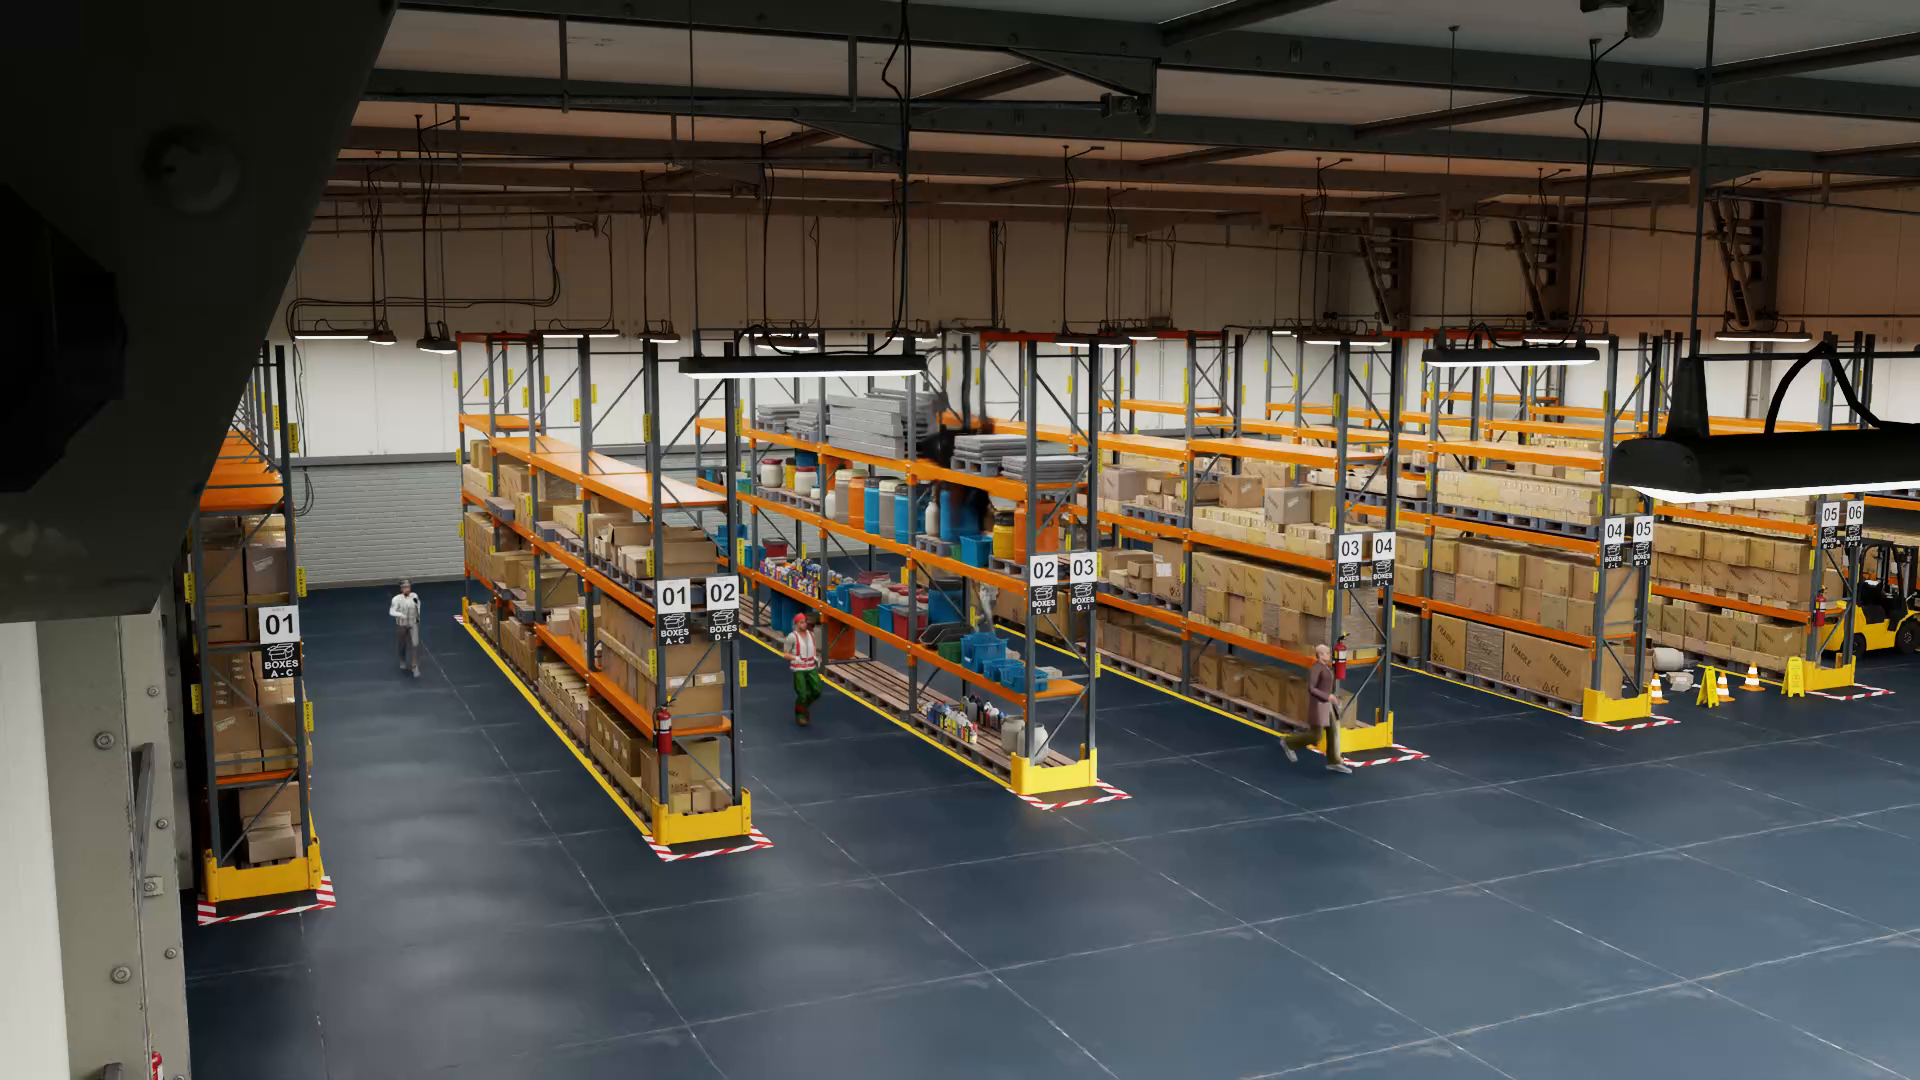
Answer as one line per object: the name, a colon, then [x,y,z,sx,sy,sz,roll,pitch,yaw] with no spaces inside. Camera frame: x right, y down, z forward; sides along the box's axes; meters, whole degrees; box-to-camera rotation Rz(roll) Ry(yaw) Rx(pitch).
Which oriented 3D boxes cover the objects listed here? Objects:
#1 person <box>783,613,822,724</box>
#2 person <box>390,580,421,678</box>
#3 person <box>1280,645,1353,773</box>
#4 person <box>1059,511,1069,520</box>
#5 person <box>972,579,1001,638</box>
person: [-2.384,2.003,25.692,0.643,1.740,0.582,-5,9,-34]
person: [-9.809,1.528,29.461,0.562,1.715,0.857,-4,9,-25]
person: [5.021,2.335,23.225,1.021,1.771,0.741,4,9,28]
person: [2.373,-0.038,41.154,0.837,1.737,0.677,5,9,32]
person: [0.516,1.173,32.313,0.580,1.681,1.064,-4,9,-28]
